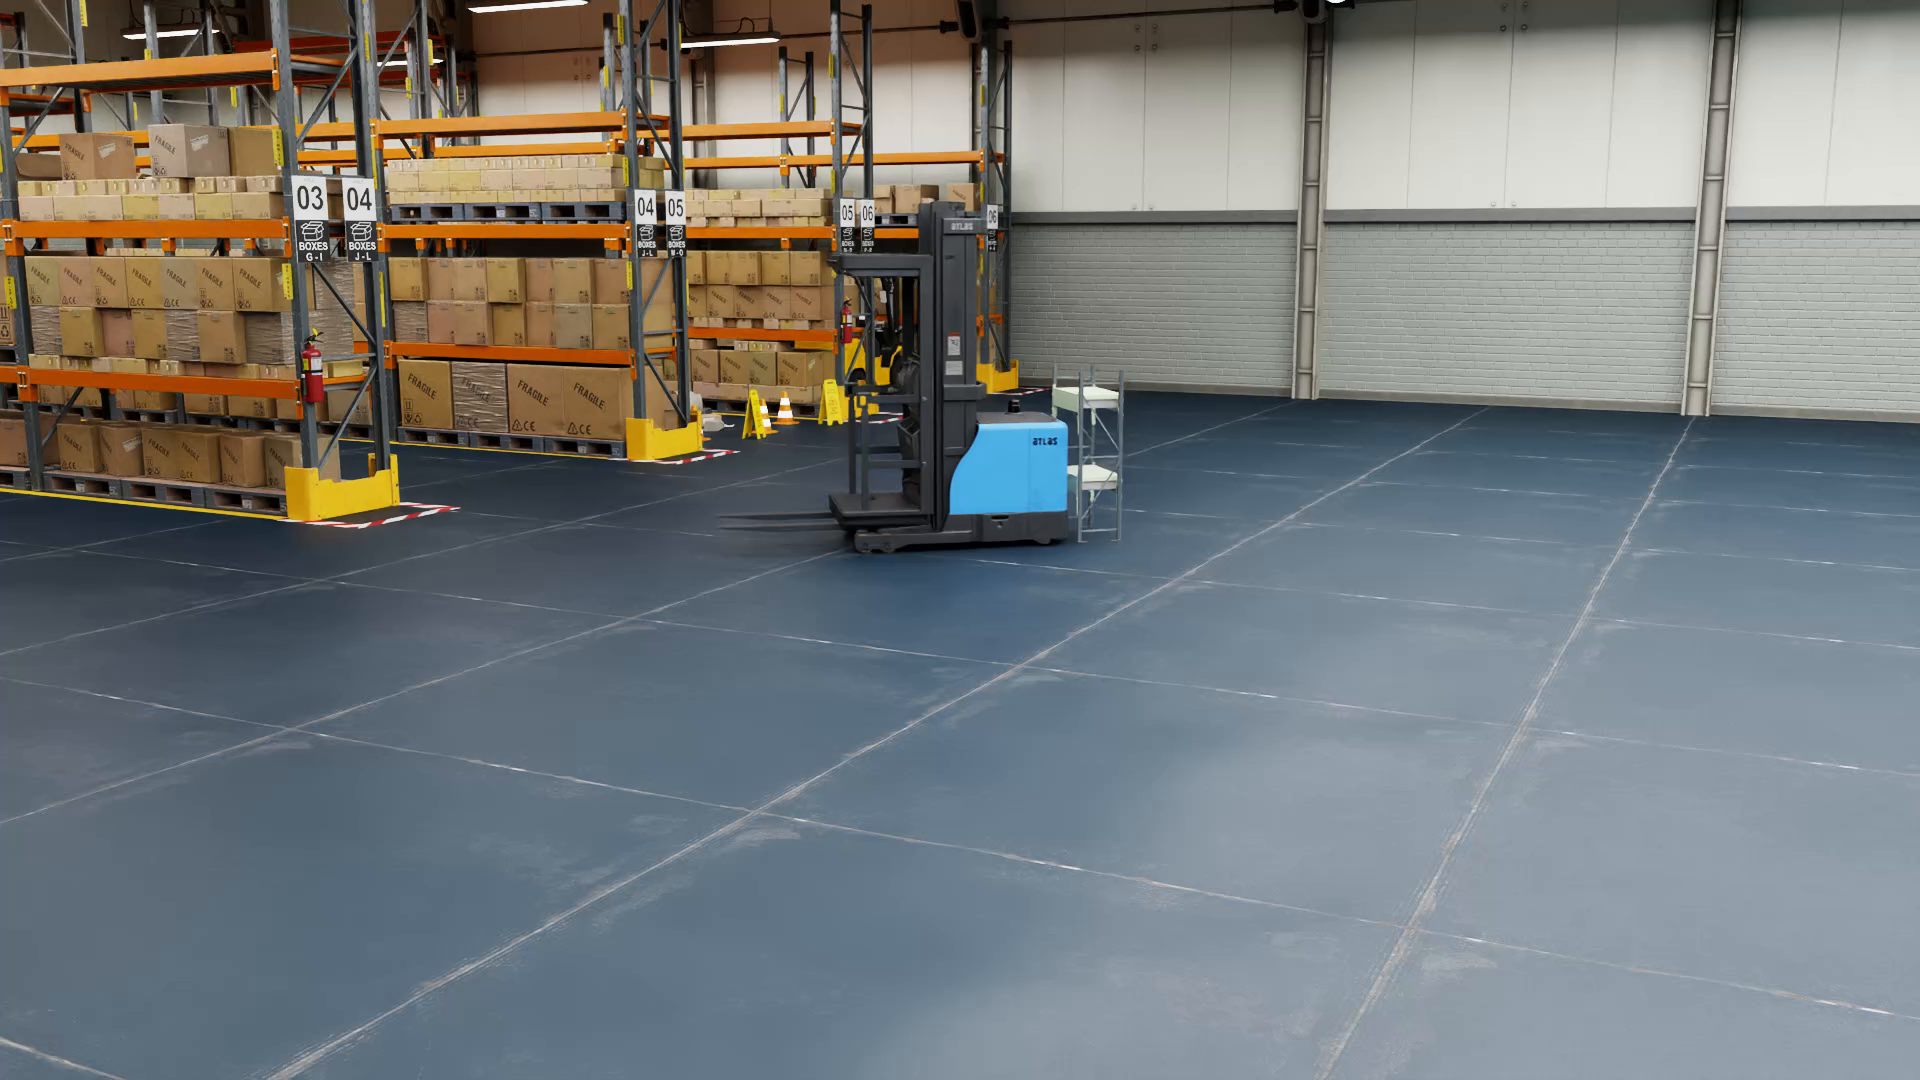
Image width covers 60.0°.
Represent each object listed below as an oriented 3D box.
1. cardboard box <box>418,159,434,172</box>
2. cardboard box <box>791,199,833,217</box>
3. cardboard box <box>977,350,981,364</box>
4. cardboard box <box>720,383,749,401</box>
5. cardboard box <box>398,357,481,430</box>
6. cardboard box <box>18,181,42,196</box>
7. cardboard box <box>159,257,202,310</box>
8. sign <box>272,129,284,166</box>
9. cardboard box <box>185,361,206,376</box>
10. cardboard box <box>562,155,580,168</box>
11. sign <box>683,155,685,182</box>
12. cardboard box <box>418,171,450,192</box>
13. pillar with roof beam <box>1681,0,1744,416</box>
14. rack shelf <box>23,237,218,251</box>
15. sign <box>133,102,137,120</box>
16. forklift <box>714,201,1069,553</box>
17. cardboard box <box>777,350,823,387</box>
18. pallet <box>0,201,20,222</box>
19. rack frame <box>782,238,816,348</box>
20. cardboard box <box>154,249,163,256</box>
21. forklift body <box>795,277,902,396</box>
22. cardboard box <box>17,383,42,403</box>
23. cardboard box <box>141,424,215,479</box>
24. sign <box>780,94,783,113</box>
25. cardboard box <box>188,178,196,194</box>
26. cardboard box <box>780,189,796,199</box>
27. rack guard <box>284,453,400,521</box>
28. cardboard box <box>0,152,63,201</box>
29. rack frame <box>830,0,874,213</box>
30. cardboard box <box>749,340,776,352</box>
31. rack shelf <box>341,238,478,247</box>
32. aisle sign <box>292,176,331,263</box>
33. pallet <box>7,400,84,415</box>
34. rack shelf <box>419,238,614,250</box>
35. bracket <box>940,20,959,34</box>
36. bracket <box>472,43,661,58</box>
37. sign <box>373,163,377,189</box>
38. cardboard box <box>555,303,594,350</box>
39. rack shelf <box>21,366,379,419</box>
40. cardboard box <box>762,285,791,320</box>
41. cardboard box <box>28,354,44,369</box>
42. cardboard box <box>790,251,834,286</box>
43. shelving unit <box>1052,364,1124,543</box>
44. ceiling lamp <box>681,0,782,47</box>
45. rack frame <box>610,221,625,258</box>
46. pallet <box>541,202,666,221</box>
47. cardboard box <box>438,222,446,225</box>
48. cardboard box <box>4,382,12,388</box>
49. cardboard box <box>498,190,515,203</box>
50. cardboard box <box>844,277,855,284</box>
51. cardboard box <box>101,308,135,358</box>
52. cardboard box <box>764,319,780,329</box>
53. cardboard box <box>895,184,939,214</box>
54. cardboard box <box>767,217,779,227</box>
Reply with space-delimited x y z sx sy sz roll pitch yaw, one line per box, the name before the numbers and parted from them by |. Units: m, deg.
cardboard box | -6.618 -4.727 21.010 0.250 0.149 0.380 5 11 25
cardboard box | -2.142 -4.879 24.426 0.500 0.250 0.500 5 11 25
cardboard box | 0.054 -3.214 29.202 0.500 0.250 0.500 5 11 25
cardboard box | -3.341 -2.289 25.499 0.500 0.250 0.500 5 11 24
cardboard box | -6.718 -1.950 21.867 0.875 0.875 0.875 5 11 27
cardboard box | -9.381 -3.589 17.015 0.250 0.149 0.380 5 11 24
cardboard box | -7.450 -2.520 16.306 0.500 0.500 0.500 5 11 26
sign | -6.212 -3.575 15.150 0.005 0.325 0.100 5 11 26
cardboard box | -7.424 -1.712 16.471 0.250 0.149 0.380 5 11 26
cardboard box | -4.569 -4.547 20.016 0.250 0.149 0.380 5 12 27
sign | -3.413 -4.567 20.445 0.005 0.325 0.100 5 11 26
cardboard box | -6.483 -4.531 21.046 0.500 0.250 0.500 5 11 25
pillar with roof beam | 9.260 -5.643 20.644 0.548 9.000 9.100 5 11 26
rack shelf | -12.631 -4.444 24.460 4.000 0.370 1.077 5 11 26
sign | -15.660 -8.130 31.536 0.005 0.325 0.100 5 11 26
forklift | -0.623 -1.431 14.405 3.031 2.935 1.130 -2 10 -10
cardboard box | -2.398 -2.577 24.981 0.500 0.500 0.500 5 11 26
pallet | -10.043 -3.514 17.831 1.003 0.211 1.213 5 11 26
rack frame | -2.958 -4.441 30.845 0.127 3.000 1.000 5 11 26
cardboard box | -14.560 -5.277 30.556 0.250 0.149 0.380 5 11 26
forklift body | -1.879 -3.566 28.395 1.214 2.155 2.313 5 11 26
cardboard box | -13.880 -2.356 25.164 0.500 0.500 0.500 6 12 28
cardboard box | -8.087 -0.924 17.250 0.500 0.500 0.500 4 11 21
sign | -3.188 -7.804 29.737 0.005 0.325 0.100 5 11 26
cardboard box | -7.214 -3.419 16.078 0.250 0.149 0.380 5 11 26
cardboard box | -2.449 -5.101 24.534 0.250 0.149 0.380 5 11 25
rack guard | -6.017 -0.526 16.232 0.348 0.500 1.175 5 11 26
cardboard box | -9.914 -3.851 17.696 0.637 0.503 0.797 4 11 23
rack frame | -1.564 -6.285 24.187 0.127 3.000 1.000 5 11 26
cardboard box | -2.981 -2.934 25.136 0.250 0.149 0.380 5 12 27
rack shelf | -11.926 -6.351 34.996 4.000 0.370 1.077 5 11 26
aisle sign | -6.026 -2.976 15.453 0.004 0.787 0.394 5 11 26
pallet | -13.726 -2.046 25.445 1.213 0.211 1.003 5 11 26
rack shelf | -6.945 -4.927 27.131 4.000 0.370 1.077 5 11 26
bracket | -0.126 -9.024 29.215 0.430 0.232 0.235 5 11 26
bracket | -7.817 -9.700 32.949 4.783 0.066 0.076 5 11 26
sign | -7.482 -4.647 21.227 0.005 0.325 0.100 5 11 26
cardboard box | -4.519 -2.670 20.638 0.550 0.550 0.875 5 11 26
rack shelf | -7.742 -1.554 16.911 4.000 0.370 1.077 5 11 26
cardboard box | -2.620 -3.567 24.902 0.500 0.500 0.500 5 11 26
cardboard box | -9.476 -1.877 17.382 0.250 0.149 0.380 5 11 26
cardboard box | -2.119 -4.026 24.627 0.500 0.500 0.700 5 11 24
shelving unit | 1.129 -0.785 14.858 0.431 1.500 0.755 -3 11 -15
ceiling lamp | -3.807 -9.903 27.791 2.000 3.185 0.800 5 11 26
rack frame | -5.151 -3.648 26.463 0.127 3.000 1.000 5 11 26
pallet | -4.334 -4.023 20.364 1.213 0.211 1.003 5 11 26
cardboard box | -8.531 -5.263 27.673 0.250 0.149 0.380 5 11 26
cardboard box | -14.848 -2.404 25.581 0.250 0.149 0.380 5 12 27
cardboard box | -5.479 -4.235 20.529 0.250 0.149 0.380 5 11 27
cardboard box | -1.887 -4.654 29.919 0.250 0.149 0.380 5 11 25
cardboard box | -8.234 -2.147 17.055 0.500 0.500 0.875 5 11 26
cardboard box | -2.735 -3.246 24.946 0.250 0.149 0.380 5 12 27
cardboard box | -0.750 -5.999 29.293 0.500 0.500 0.700 5 11 26
cardboard box | -2.666 -4.740 24.780 0.250 0.149 0.380 5 11 26
